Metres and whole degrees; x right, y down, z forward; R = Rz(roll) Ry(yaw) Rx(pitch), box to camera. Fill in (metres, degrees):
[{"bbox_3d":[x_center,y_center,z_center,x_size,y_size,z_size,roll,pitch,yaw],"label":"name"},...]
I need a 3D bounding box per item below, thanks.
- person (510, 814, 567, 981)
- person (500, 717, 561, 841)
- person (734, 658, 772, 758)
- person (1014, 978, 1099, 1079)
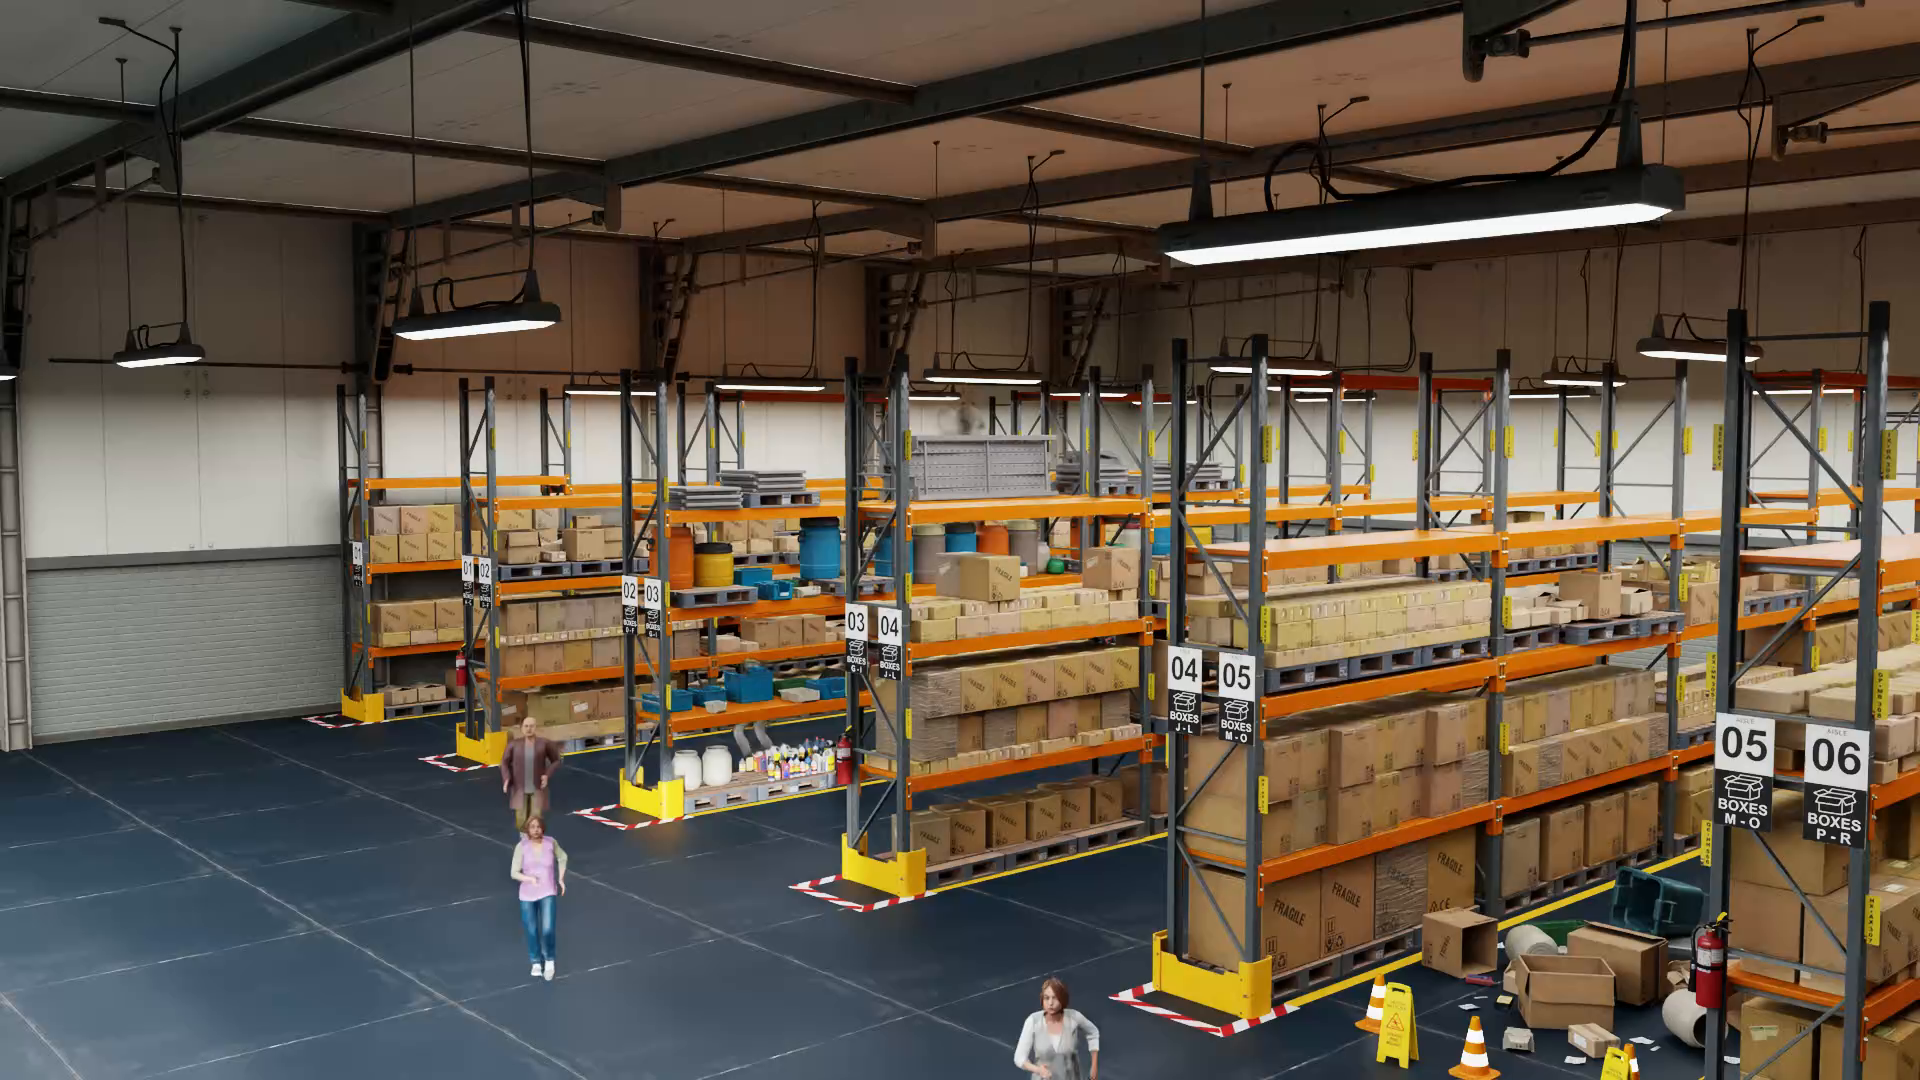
[{"bbox_3d":[-3.928,3.437,15.532,0.511,1.378,0.637,-1,4,-12],"label":"person"},{"bbox_3d":[-5.163,3.093,20.004,0.714,1.530,0.666,-1,4,-10],"label":"person"},{"bbox_3d":[-3.181,2.658,25.454,0.536,1.726,0.788,3,5,41],"label":"person"},{"bbox_3d":[0.636,3.651,10.914,0.548,1.622,0.833,0,4,6],"label":"person"}]
